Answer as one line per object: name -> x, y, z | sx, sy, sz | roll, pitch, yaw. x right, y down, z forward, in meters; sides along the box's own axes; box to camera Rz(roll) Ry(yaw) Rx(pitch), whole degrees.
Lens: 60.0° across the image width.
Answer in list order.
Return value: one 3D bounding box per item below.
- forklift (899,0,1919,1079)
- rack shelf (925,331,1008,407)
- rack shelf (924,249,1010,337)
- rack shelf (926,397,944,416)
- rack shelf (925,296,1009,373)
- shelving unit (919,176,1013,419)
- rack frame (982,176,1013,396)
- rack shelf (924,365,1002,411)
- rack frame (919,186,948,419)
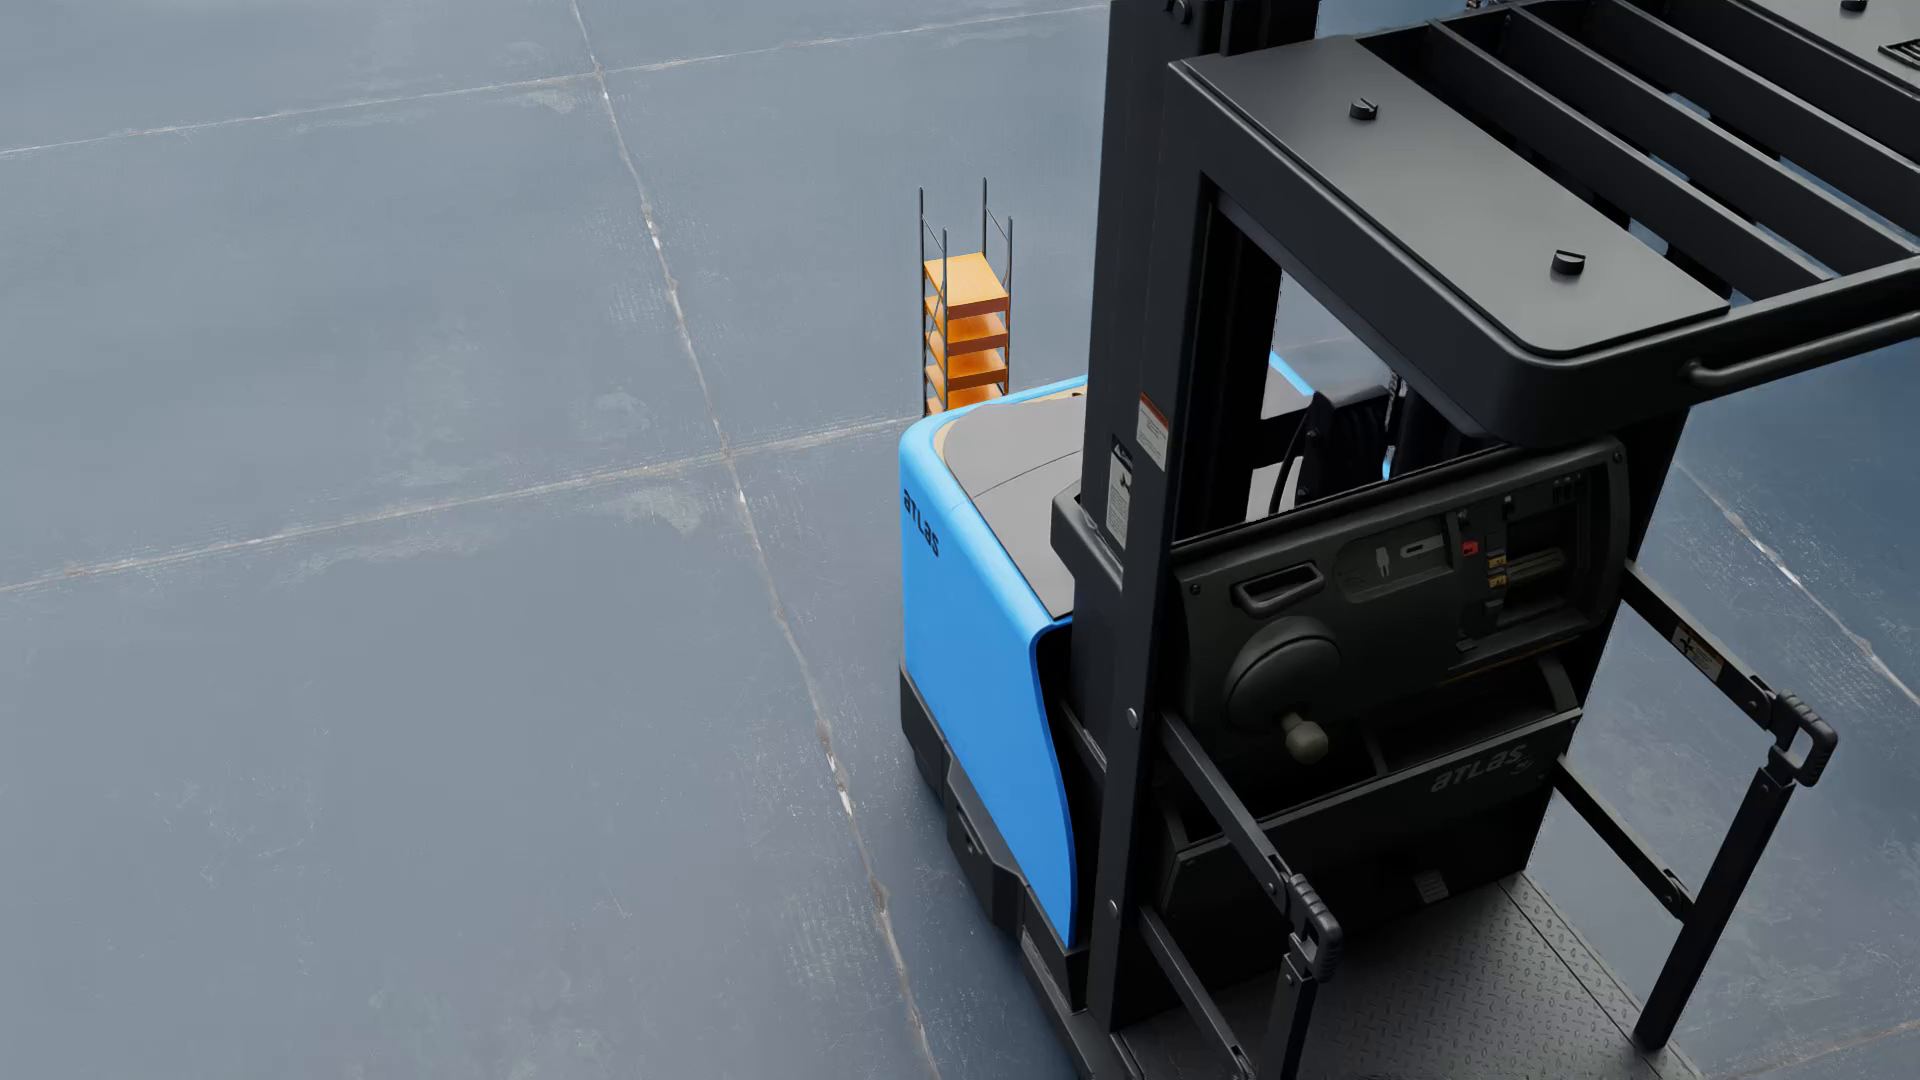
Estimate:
forklift -> 0.891, 0.188, 2.808 | 1.130, 2.935, 3.031 | -16, 44, -18
rack shelf -> 0.014, -0.512, 4.809 | 0.180, 0.103, 0.258 | -12, 42, -13
rack shelf -> 0.014, -0.692, 4.651 | 0.180, 0.103, 0.258 | -12, 42, -13
rack shelf -> 0.014, -0.331, 4.967 | 0.180, 0.103, 0.258 | -12, 42, -13
rack shelf -> 0.014, -0.602, 4.730 | 0.180, 0.103, 0.258 | -12, 42, -13
shelving unit -> 0.014, -0.455, 4.859 | 0.189, 1.200, 0.258 | -12, 42, -13
rack frame -> 0.101, -0.473, 4.879 | 0.006, 1.200, 0.240 | -12, 42, -13
rack shelf -> 0.014, -0.421, 4.888 | 0.180, 0.103, 0.258 | -12, 42, -13
rack frame -> -0.073, -0.437, 4.838 | 0.006, 1.200, 0.240 | -12, 42, -13
